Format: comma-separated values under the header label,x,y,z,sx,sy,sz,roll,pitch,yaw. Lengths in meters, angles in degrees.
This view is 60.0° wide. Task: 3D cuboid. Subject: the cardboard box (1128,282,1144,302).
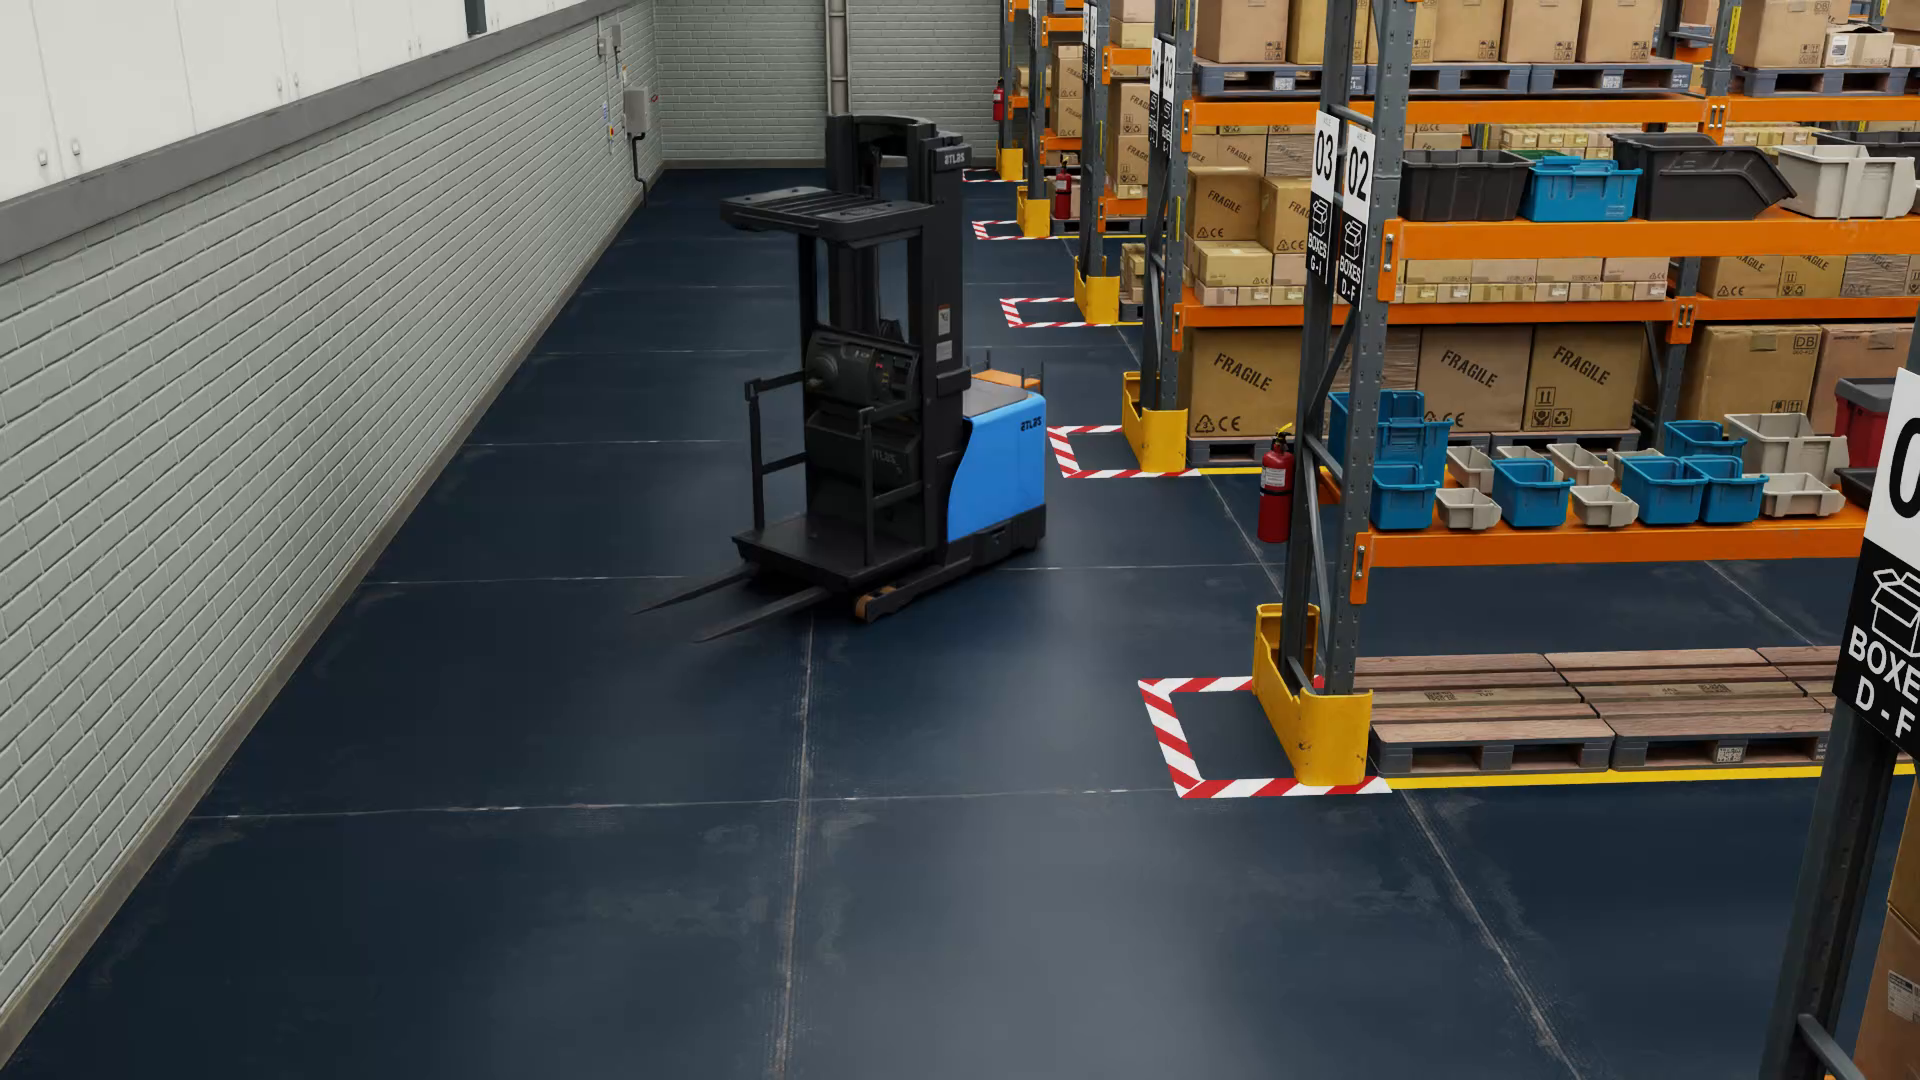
label,x,y,z,sx,sy,sz,roll,pitch,yaw
cardboard box,1.948,-2.661,17.811,0.250,0.149,0.380,-1,21,-2

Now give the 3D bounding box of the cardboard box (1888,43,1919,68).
label,x,y,z,sx,sy,sz,roll,pitch,yaw
cardboard box,7.078,-3.675,12.605,0.250,0.149,0.380,-2,21,-5

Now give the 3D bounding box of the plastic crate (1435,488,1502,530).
label,x,y,z,sx,sy,sz,roll,pitch,yaw
plastic crate,2.462,-0.147,8.077,0.298,0.136,0.250,-1,21,-3

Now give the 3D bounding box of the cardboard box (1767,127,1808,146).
label,x,y,z,sx,sy,sz,roll,pitch,yaw
cardboard box,8.680,-4.242,17.475,0.250,0.149,0.380,-1,21,-4

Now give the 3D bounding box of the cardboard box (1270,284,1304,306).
label,x,y,z,sx,sy,sz,roll,pitch,yaw
cardboard box,2.474,-1.920,12.801,0.250,0.149,0.380,-2,21,-4

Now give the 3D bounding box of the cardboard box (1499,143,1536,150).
label,x,y,z,sx,sy,sz,roll,pitch,yaw
cardboard box,5.820,-4.044,17.372,0.250,0.149,0.380,-1,21,-2

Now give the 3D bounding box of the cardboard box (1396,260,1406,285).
label,x,y,z,sx,sy,sz,roll,pitch,yaw
cardboard box,3.104,-2.141,12.821,0.500,0.250,0.500,-2,21,-5

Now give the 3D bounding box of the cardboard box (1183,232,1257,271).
label,x,y,z,sx,sy,sz,roll,pitch,yaw
cardboard box,2.058,-2.309,13.263,0.500,0.250,0.500,-1,21,-4

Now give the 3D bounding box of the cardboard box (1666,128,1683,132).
label,x,y,z,sx,sy,sz,roll,pitch,yaw
cardboard box,7.380,-4.216,17.406,0.250,0.149,0.380,-1,21,-1

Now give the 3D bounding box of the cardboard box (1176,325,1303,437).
label,x,y,z,sx,sy,sz,roll,pitch,yaw
cardboard box,2.224,-1.381,13.428,0.875,0.875,0.875,-1,21,-3

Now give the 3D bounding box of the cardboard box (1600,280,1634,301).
label,x,y,z,sx,sy,sz,roll,pitch,yaw
cardboard box,5.039,-1.972,12.938,0.250,0.149,0.380,-1,21,-2

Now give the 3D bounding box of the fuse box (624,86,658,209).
label,x,y,z,sx,sy,sz,roll,pitch,yaw
fuse box,-4.579,-5.681,24.137,0.414,1.711,0.539,-1,21,-3

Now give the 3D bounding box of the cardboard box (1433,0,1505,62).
label,x,y,z,sx,sy,sz,roll,pitch,yaw
cardboard box,3.738,-3.902,12.568,0.500,0.500,0.700,0,21,-1

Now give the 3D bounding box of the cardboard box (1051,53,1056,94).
label,x,y,z,sx,sy,sz,roll,pitch,yaw
cardboard box,1.491,-6.265,22.315,0.500,0.500,0.500,0,21,-1

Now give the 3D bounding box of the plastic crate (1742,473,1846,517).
label,x,y,z,sx,sy,sz,roll,pitch,yaw
plastic crate,4.144,-0.221,8.271,0.466,0.136,0.293,-1,21,-3

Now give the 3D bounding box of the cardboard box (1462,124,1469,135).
label,x,y,z,sx,sy,sz,roll,pitch,yaw
cardboard box,6.500,-5.599,22.321,0.500,0.250,0.500,-1,21,-3

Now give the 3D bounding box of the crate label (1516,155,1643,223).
label,x,y,z,sx,sy,sz,roll,pitch,yaw
crate label,2.811,-1.613,7.635,0.502,0.251,0.408,-1,21,-3

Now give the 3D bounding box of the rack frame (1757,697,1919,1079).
label,x,y,z,sx,sy,sz,roll,pitch,yaw
rack frame,2.151,1.383,3.773,0.127,3.000,1.000,-1,21,-3

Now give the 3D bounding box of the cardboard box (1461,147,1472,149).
label,x,y,z,sx,sy,sz,roll,pitch,yaw
cardboard box,6.533,-5.003,22.942,0.875,0.875,0.875,-1,21,-1

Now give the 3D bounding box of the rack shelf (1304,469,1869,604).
label,x,y,z,sx,sy,sz,roll,pitch,yaw
rack shelf,3.869,-0.081,8.629,4.000,0.370,1.077,-1,21,-3

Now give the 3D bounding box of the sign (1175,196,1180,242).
label,x,y,z,sx,sy,sz,roll,pitch,yaw
sign,1.615,-2.380,12.330,0.005,0.325,0.100,-1,21,-3

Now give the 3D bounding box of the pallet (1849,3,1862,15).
label,x,y,z,sx,sy,sz,roll,pitch,yaw
pallet,11.346,-7.217,22.411,1.003,0.211,1.213,-1,21,-3

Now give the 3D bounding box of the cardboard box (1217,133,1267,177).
label,x,y,z,sx,sy,sz,roll,pitch,yaw
cardboard box,2.894,-4.022,17.411,0.500,0.500,0.500,-1,21,-2

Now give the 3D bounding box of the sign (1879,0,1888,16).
label,x,y,z,sx,sy,sz,roll,pitch,yaw
sign,9.423,-5.513,16.944,0.005,0.325,0.100,-1,21,-3

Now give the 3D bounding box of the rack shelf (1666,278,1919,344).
label,x,y,z,sx,sy,sz,roll,pitch,yaw
rack shelf,7.579,-1.922,13.464,4.000,0.370,1.077,-1,21,-3

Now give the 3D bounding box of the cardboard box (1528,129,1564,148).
label,x,y,z,sx,sy,sz,roll,pitch,yaw
cardboard box,6.098,-4.191,17.339,0.250,0.149,0.380,-1,21,-2

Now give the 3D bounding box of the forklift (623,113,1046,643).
label,x,y,z,sx,sy,sz,roll,pitch,yaw
forklift,-0.756,-1.063,10.293,1.130,2.935,3.031,17,27,38

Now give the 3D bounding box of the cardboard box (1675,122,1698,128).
label,x,y,z,sx,sy,sz,roll,pitch,yaw
cardboard box,7.874,-4.458,18.041,0.250,0.149,0.380,0,21,-1

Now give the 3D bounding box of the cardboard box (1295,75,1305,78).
label,x,y,z,sx,sy,sz,roll,pitch,yaw
cardboard box,3.402,-4.687,17.751,0.500,0.500,0.500,-2,21,-5

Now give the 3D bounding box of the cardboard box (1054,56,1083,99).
label,x,y,z,sx,sy,sz,roll,pitch,yaw
cardboard box,1.519,-6.079,21.826,0.500,0.500,0.500,-2,21,-4

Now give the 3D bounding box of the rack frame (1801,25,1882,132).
label,x,y,z,sx,sy,sz,roll,pitch,yaw
rack frame,9.394,-4.063,18.076,0.127,3.000,1.000,-1,21,-3

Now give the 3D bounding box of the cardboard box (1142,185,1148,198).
label,x,y,z,sx,sy,sz,roll,pitch,yaw
cardboard box,2.001,-3.693,17.458,0.250,0.149,0.380,0,21,-1

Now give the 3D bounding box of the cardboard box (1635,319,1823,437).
label,x,y,z,sx,sy,sz,roll,pitch,yaw
cardboard box,6.220,-1.441,13.586,0.875,0.875,1.225,-1,21,-3

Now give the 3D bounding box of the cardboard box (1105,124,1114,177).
label,x,y,z,sx,sy,sz,roll,pitch,yaw
cardboard box,1.841,-4.186,17.843,0.500,0.500,0.500,-1,21,-2

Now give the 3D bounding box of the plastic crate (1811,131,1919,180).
label,x,y,z,sx,sy,sz,roll,pitch,yaw
plastic crate,4.610,-1.871,8.287,0.590,0.269,0.497,-1,21,-3

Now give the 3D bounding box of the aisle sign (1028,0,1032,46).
label,x,y,z,sx,sy,sz,roll,pitch,yaw
aisle sign,0.934,-6.980,22.085,0.004,0.787,0.394,-1,21,-3

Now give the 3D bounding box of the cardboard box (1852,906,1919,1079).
label,x,y,z,sx,sy,sz,roll,pitch,yaw
cardboard box,2.583,1.230,4.033,0.500,0.500,0.500,-1,21,-1

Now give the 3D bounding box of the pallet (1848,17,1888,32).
label,x,y,z,sx,sy,sz,roll,pitch,yaw
pallet,10.034,-5.408,17.660,1.003,0.211,1.213,0,21,-1

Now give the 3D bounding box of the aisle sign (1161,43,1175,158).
label,x,y,z,sx,sy,sz,roll,pitch,yaw
aisle sign,1.534,-3.243,12.270,0.004,0.787,0.394,-1,21,-3

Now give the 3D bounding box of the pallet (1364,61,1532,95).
label,x,y,z,sx,sy,sz,roll,pitch,yaw
pallet,3.550,-3.541,12.615,1.213,0.211,1.003,-1,21,-3

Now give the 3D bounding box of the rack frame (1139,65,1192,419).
label,x,y,z,sx,sy,sz,roll,pitch,yaw
rack frame,1.589,-2.136,13.016,0.127,3.000,1.000,-1,21,-3

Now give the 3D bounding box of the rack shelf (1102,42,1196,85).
label,x,y,z,sx,sy,sz,roll,pitch,yaw
rack shelf,3.404,-5.006,17.350,4.000,0.370,1.077,-1,21,-3

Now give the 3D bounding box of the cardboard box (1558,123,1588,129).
label,x,y,z,sx,sy,sz,roll,pitch,yaw
cardboard box,6.578,-4.431,17.972,0.250,0.149,0.380,-1,21,-3

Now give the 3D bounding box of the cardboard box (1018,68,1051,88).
label,x,y,z,sx,sy,sz,roll,pitch,yaw
cardboard box,1.205,-7.402,26.640,0.500,0.250,0.500,-1,21,-3

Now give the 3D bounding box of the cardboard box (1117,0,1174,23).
label,x,y,z,sx,sy,sz,roll,pitch,yaw
cardboard box,1.870,-5.382,16.835,0.500,0.250,0.500,-1,21,-2

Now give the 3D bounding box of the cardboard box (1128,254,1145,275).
label,x,y,z,sx,sy,sz,roll,pitch,yaw
cardboard box,1.949,-2.932,17.687,0.250,0.149,0.380,-2,21,-6

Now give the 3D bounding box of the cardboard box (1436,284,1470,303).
label,x,y,z,sx,sy,sz,roll,pitch,yaw
cardboard box,3.760,-1.946,12.871,0.250,0.149,0.380,-1,21,-2

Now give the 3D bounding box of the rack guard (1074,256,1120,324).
label,x,y,z,sx,sy,sz,roll,pitch,yaw
rack guard,1.483,-2.733,18.098,0.348,0.500,1.175,-1,21,-3

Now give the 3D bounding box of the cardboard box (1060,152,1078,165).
label,x,y,z,sx,sy,sz,roll,pitch,yaw
cardboard box,1.779,-6.257,27.257,0.250,0.149,0.380,-2,21,-5

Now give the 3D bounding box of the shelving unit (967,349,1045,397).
label,x,y,z,sx,sy,sz,roll,pitch,yaw
shelving unit,0.318,-0.704,11.783,0.503,1.200,0.258,17,27,38

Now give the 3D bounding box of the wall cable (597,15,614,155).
label,x,y,z,sx,sy,sz,roll,pitch,yaw
wall cable,-4.605,-6.023,21.753,0.123,1.953,0.585,-1,21,-3

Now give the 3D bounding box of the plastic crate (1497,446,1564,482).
label,x,y,z,sx,sy,sz,roll,pitch,yaw
plastic crate,2.966,-0.363,8.645,0.243,0.136,0.396,-1,21,-3

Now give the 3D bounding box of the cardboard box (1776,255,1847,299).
label,x,y,z,sx,sy,sz,roll,pitch,yaw
cardboard box,6.558,-2.195,13.031,0.500,0.500,0.500,-1,21,-3

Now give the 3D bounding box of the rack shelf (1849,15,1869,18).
label,x,y,z,sx,sy,sz,roll,pitch,yaw
rack shelf,11.007,-6.925,22.390,4.000,0.370,1.077,-1,21,-3

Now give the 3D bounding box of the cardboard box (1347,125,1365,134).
label,x,y,z,sx,sy,sz,roll,pitch,yaw
cardboard box,3.919,-4.511,17.290,0.500,0.500,0.500,-1,21,-2

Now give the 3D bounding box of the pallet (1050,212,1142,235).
label,x,y,z,sx,sy,sz,roll,pitch,yaw
pallet,1.817,-4.397,22.874,1.213,0.211,1.003,-1,21,-3
